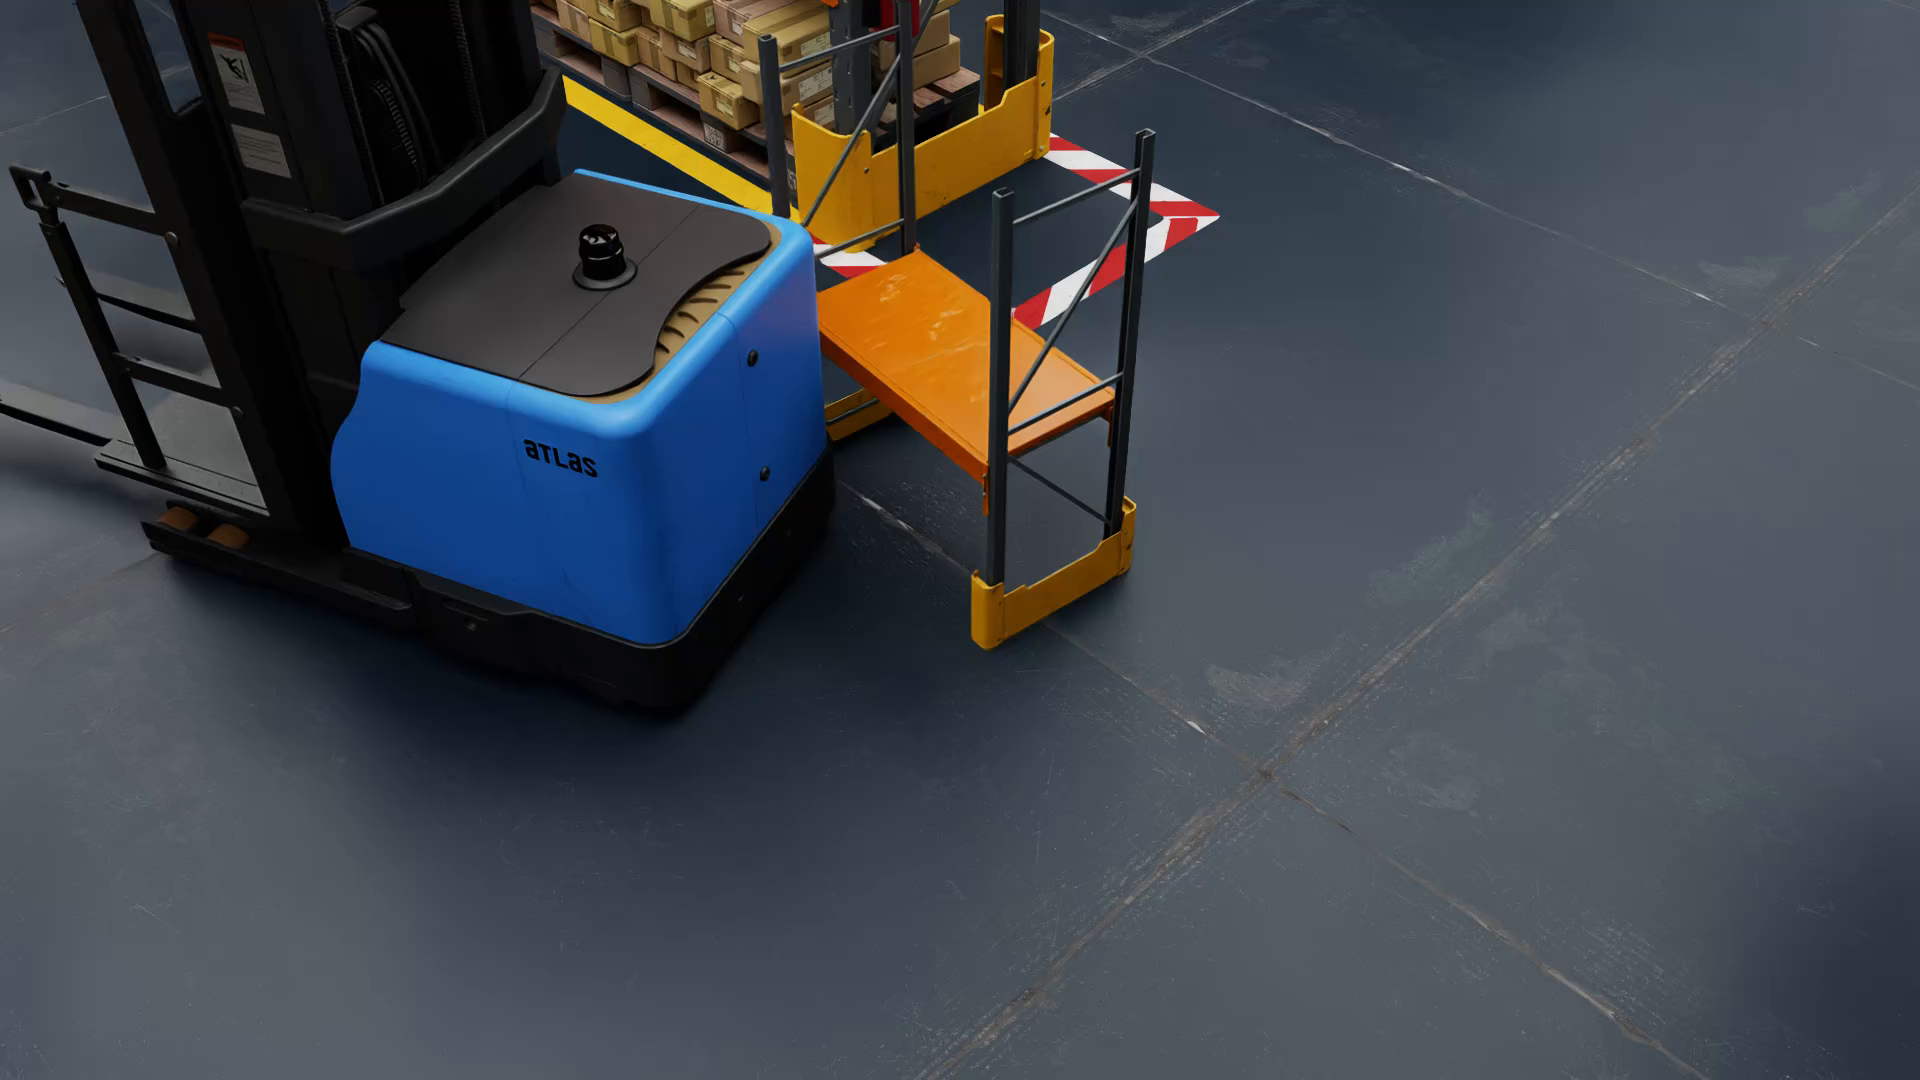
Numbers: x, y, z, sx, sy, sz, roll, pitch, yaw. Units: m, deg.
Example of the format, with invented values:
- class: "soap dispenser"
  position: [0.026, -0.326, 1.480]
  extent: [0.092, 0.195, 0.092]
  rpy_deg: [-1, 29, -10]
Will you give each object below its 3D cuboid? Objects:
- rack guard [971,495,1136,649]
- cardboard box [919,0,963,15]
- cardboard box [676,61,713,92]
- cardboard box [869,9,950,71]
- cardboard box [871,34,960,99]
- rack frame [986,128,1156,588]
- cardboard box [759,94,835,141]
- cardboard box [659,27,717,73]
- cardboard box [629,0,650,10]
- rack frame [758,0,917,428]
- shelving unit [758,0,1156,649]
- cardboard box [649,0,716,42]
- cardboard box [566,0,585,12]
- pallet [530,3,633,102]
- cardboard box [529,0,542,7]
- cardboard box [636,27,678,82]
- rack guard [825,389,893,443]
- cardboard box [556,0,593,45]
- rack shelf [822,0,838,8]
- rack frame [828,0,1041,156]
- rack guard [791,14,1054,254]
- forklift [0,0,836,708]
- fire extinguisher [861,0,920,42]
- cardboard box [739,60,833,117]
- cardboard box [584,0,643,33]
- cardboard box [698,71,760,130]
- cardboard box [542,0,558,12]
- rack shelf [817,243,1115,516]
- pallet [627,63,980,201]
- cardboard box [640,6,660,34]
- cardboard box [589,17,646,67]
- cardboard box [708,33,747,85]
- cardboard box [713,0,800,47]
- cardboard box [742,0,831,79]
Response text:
- class: "rack guard"
  position: [0.281, 0.092, 4.966]
  extent: [0.587, 0.250, 0.087]
  rpy_deg: [-28, 50, -27]
- class: "cardboard box"
  position: [-0.205, -2.262, 6.840]
  extent: [0.250, 0.149, 0.380]
  rpy_deg: [32, 51, 30]
- class: "cardboard box"
  position: [-0.973, -2.025, 7.022]
  extent: [0.250, 0.149, 0.380]
  rpy_deg: [34, 52, 31]
- class: "cardboard box"
  position: [-0.263, -2.113, 6.898]
  extent: [0.380, 0.149, 0.250]
  rpy_deg: [-32, 51, -30]
- class: "cardboard box"
  position: [-0.219, -2.034, 7.032]
  extent: [0.380, 0.149, 0.250]
  rpy_deg: [-33, 52, -31]
- class: "rack frame"
  position: [0.282, -0.366, 4.541]
  extent: [0.500, 1.500, 0.032]
  rpy_deg: [-28, 50, -27]
- class: "cardboard box"
  position: [-0.595, -1.782, 6.759]
  extent: [0.380, 0.149, 0.250]
  rpy_deg: [-33, 52, -31]
- class: "cardboard box"
  position: [-1.018, -2.103, 6.888]
  extent: [0.250, 0.149, 0.380]
  rpy_deg: [32, 52, 30]
- class: "cardboard box"
  position: [-1.176, -2.347, 6.932]
  extent: [0.250, 0.149, 0.380]
  rpy_deg: [32, 52, 30]
- class: "rack frame"
  position: [-0.344, -0.910, 5.130]
  extent: [0.500, 1.500, 0.032]
  rpy_deg: [-28, 50, -27]
- class: "shelving unit"
  position: [-0.026, -0.633, 4.830]
  extent: [0.587, 1.500, 1.083]
  rpy_deg: [-28, 50, -27]
- class: "cardboard box"
  position: [-1.038, -2.192, 6.765]
  extent: [0.250, 0.149, 0.380]
  rpy_deg: [33, 52, 31]
- class: "cardboard box"
  position: [-1.561, -2.478, 7.294]
  extent: [0.380, 0.149, 0.250]
  rpy_deg: [-31, 51, -29]
- class: "pallet"
  position: [-1.535, -2.527, 7.829]
  extent: [1.003, 0.211, 1.213]
  rpy_deg: [-34, 53, -31]
- class: "cardboard box"
  position: [-1.925, -2.618, 7.664]
  extent: [0.250, 0.149, 0.380]
  rpy_deg: [33, 52, 30]
- class: "cardboard box"
  position: [-1.157, -2.137, 7.144]
  extent: [0.380, 0.149, 0.250]
  rpy_deg: [-34, 52, -31]
- class: "rack guard"
  position: [-0.332, -0.441, 5.543]
  extent: [0.587, 0.250, 0.087]
  rpy_deg: [-28, 50, -27]
- class: "cardboard box"
  position: [-1.560, -2.371, 7.397]
  extent: [0.380, 0.149, 0.250]
  rpy_deg: [-33, 52, -31]
- class: "rack shelf"
  position: [-1.488, -3.218, 7.053]
  extent: [1.077, 0.370, 4.000]
  rpy_deg: [-34, 53, -31]
- class: "rack frame"
  position: [-0.075, -2.521, 5.768]
  extent: [1.000, 3.000, 0.127]
  rpy_deg: [-34, 53, -31]
- class: "rack guard"
  position: [-0.129, -1.640, 6.656]
  extent: [1.175, 0.500, 0.348]
  rpy_deg: [-34, 53, -31]
- class: "forklift"
  position: [-1.958, -1.270, 4.465]
  extent: [3.031, 2.935, 1.130]
  rpy_deg: [17, 45, 17]
- class: "fire extinguisher"
  position: [-0.224, -2.014, 5.551]
  extent: [0.296, 0.674, 0.183]
  rpy_deg: [-34, 53, -31]
- class: "cardboard box"
  position: [-0.650, -1.855, 6.619]
  extent: [0.250, 0.149, 0.380]
  rpy_deg: [33, 52, 30]
- class: "cardboard box"
  position: [-1.393, -2.346, 7.151]
  extent: [0.380, 0.149, 0.250]
  rpy_deg: [-33, 52, -31]
- class: "cardboard box"
  position: [-0.848, -1.857, 6.840]
  extent: [0.380, 0.149, 0.250]
  rpy_deg: [-32, 52, -30]
- class: "cardboard box"
  position: [-1.686, -2.528, 7.567]
  extent: [0.380, 0.149, 0.250]
  rpy_deg: [-33, 52, -30]
- class: "rack shelf"
  position: [-0.031, -0.506, 4.958]
  extent: [0.538, 0.185, 1.000]
  rpy_deg: [-28, 50, -27]
- class: "pallet"
  position: [-0.678, -1.941, 7.195]
  extent: [1.003, 0.211, 1.213]
  rpy_deg: [-34, 53, -31]
- class: "cardboard box"
  position: [-1.135, -2.282, 7.081]
  extent: [0.250, 0.149, 0.380]
  rpy_deg: [34, 52, 31]
- class: "cardboard box"
  position: [-1.382, -2.230, 7.244]
  extent: [0.250, 0.149, 0.380]
  rpy_deg: [32, 51, 30]
- class: "cardboard box"
  position: [-0.796, -2.006, 6.783]
  extent: [0.250, 0.149, 0.380]
  rpy_deg: [33, 52, 31]
- class: "cardboard box"
  position: [-0.765, -2.128, 6.696]
  extent: [0.380, 0.149, 0.250]
  rpy_deg: [-33, 52, -31]
- class: "cardboard box"
  position: [-0.628, -1.980, 6.535]
  extent: [0.380, 0.149, 0.250]
  rpy_deg: [-33, 52, -31]
